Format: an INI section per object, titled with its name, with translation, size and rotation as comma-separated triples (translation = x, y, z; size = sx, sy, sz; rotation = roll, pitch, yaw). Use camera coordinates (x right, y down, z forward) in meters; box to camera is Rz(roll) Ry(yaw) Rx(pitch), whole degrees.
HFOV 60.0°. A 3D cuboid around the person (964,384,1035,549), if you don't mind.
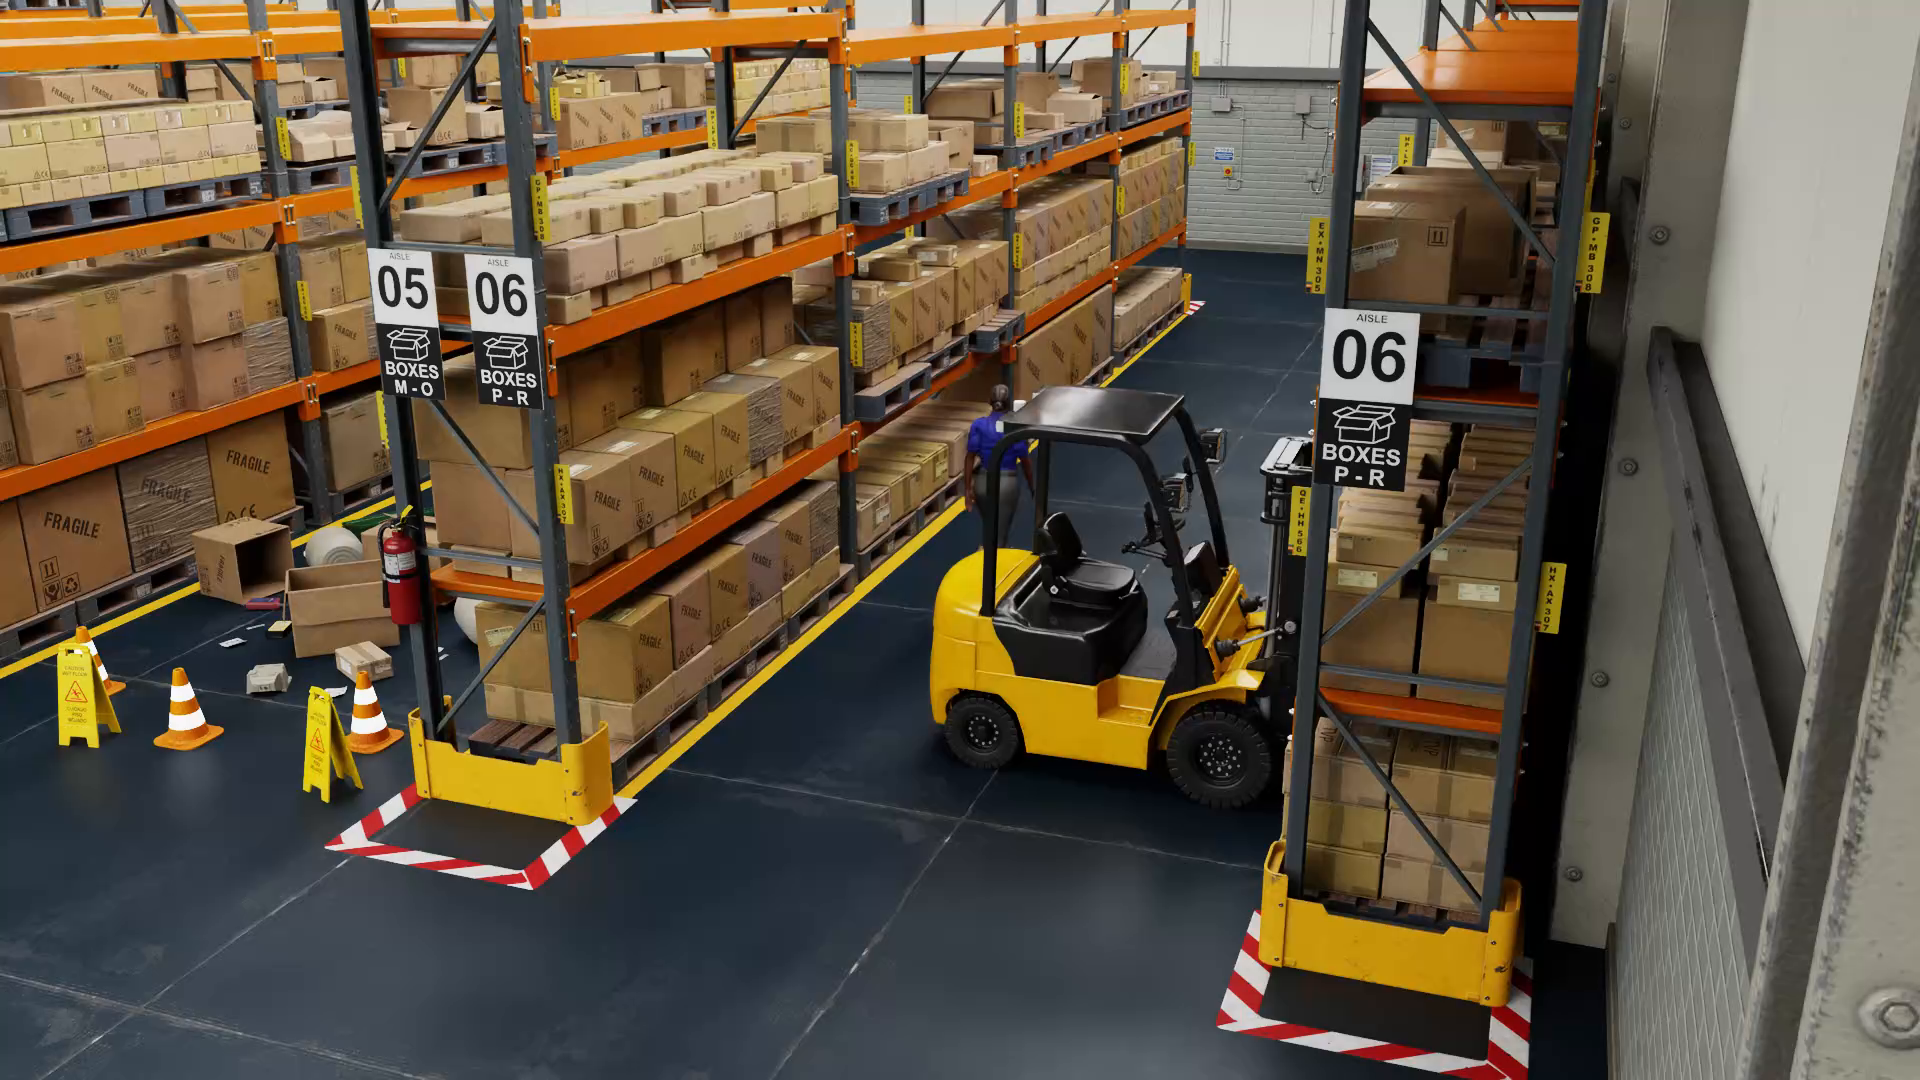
[person]
translation = 0.312, -0.385, 12.730
size = 0.472, 1.658, 0.867
rotation = 8, 20, 22
